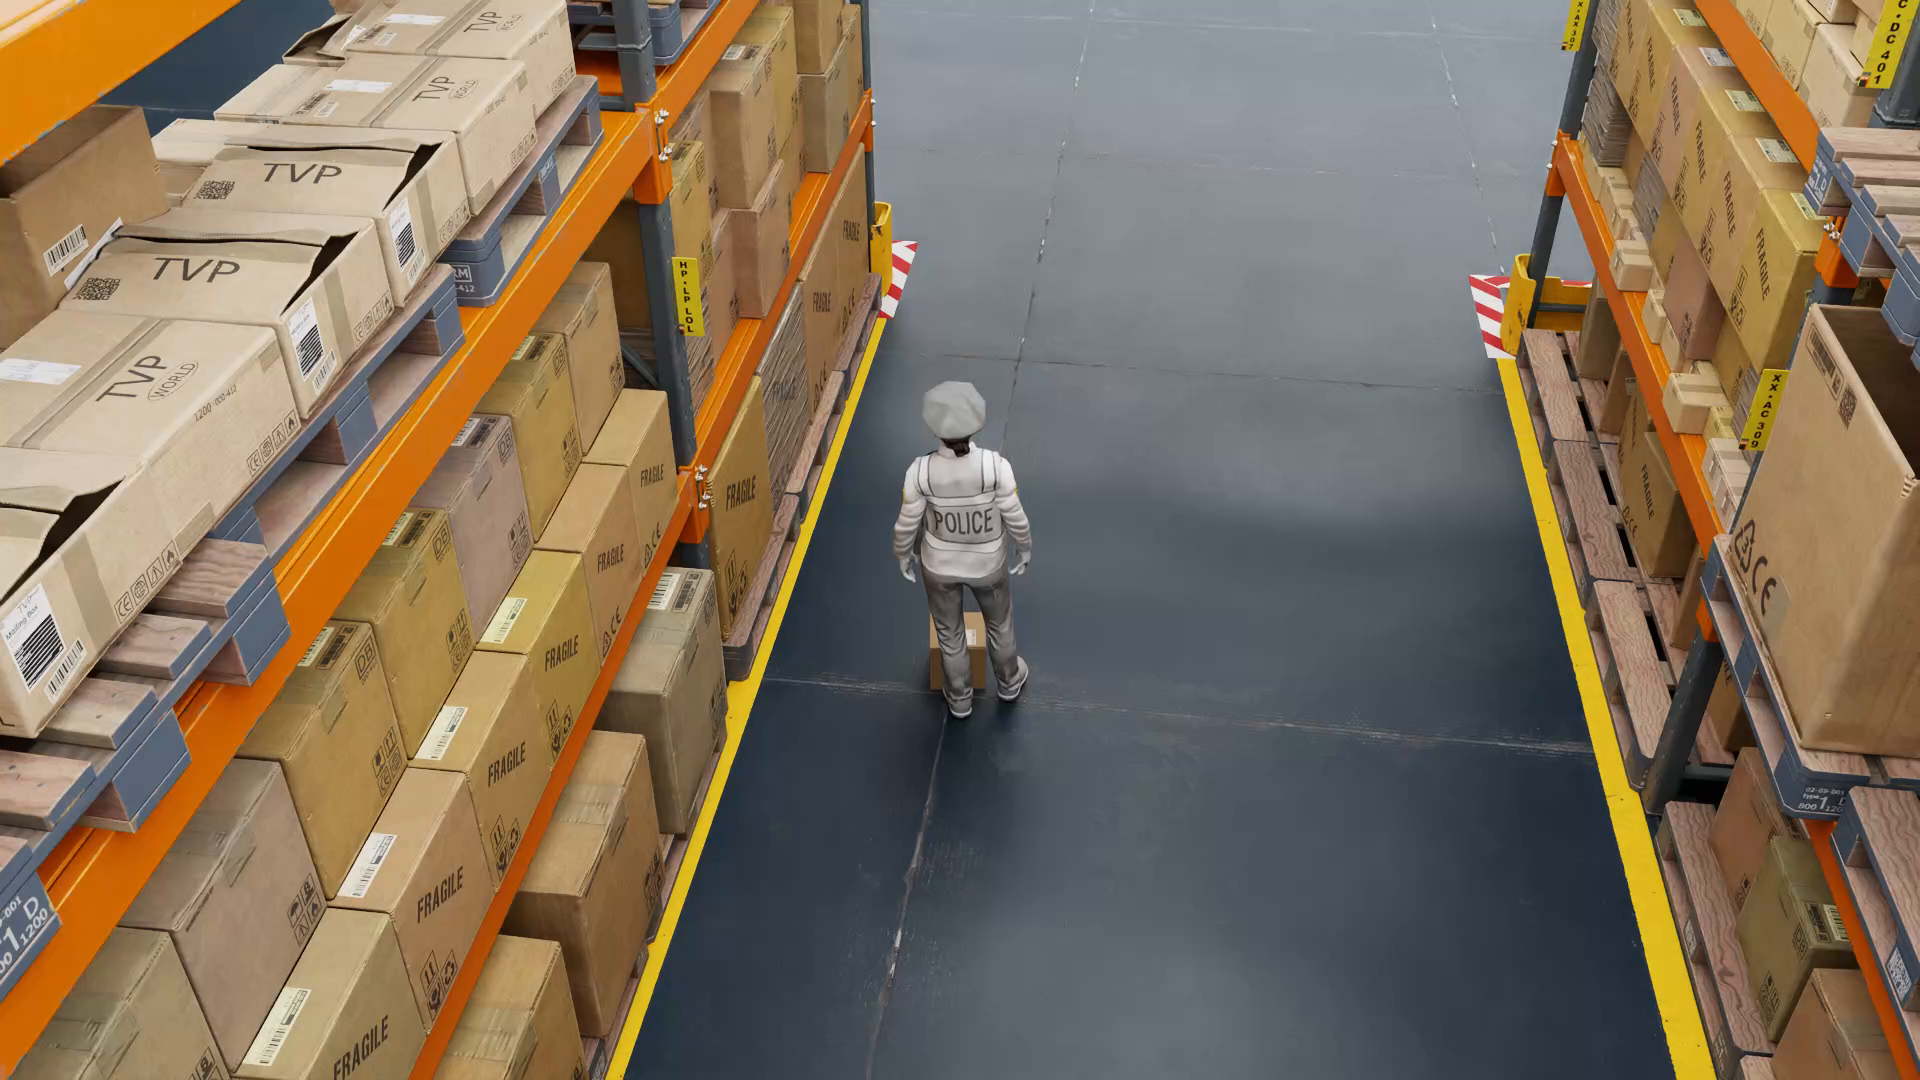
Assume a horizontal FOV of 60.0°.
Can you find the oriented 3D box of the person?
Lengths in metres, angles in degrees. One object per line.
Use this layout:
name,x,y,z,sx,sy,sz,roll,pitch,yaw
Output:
person,0.016,0.037,6.945,0.586,1.694,0.530,0,36,0
